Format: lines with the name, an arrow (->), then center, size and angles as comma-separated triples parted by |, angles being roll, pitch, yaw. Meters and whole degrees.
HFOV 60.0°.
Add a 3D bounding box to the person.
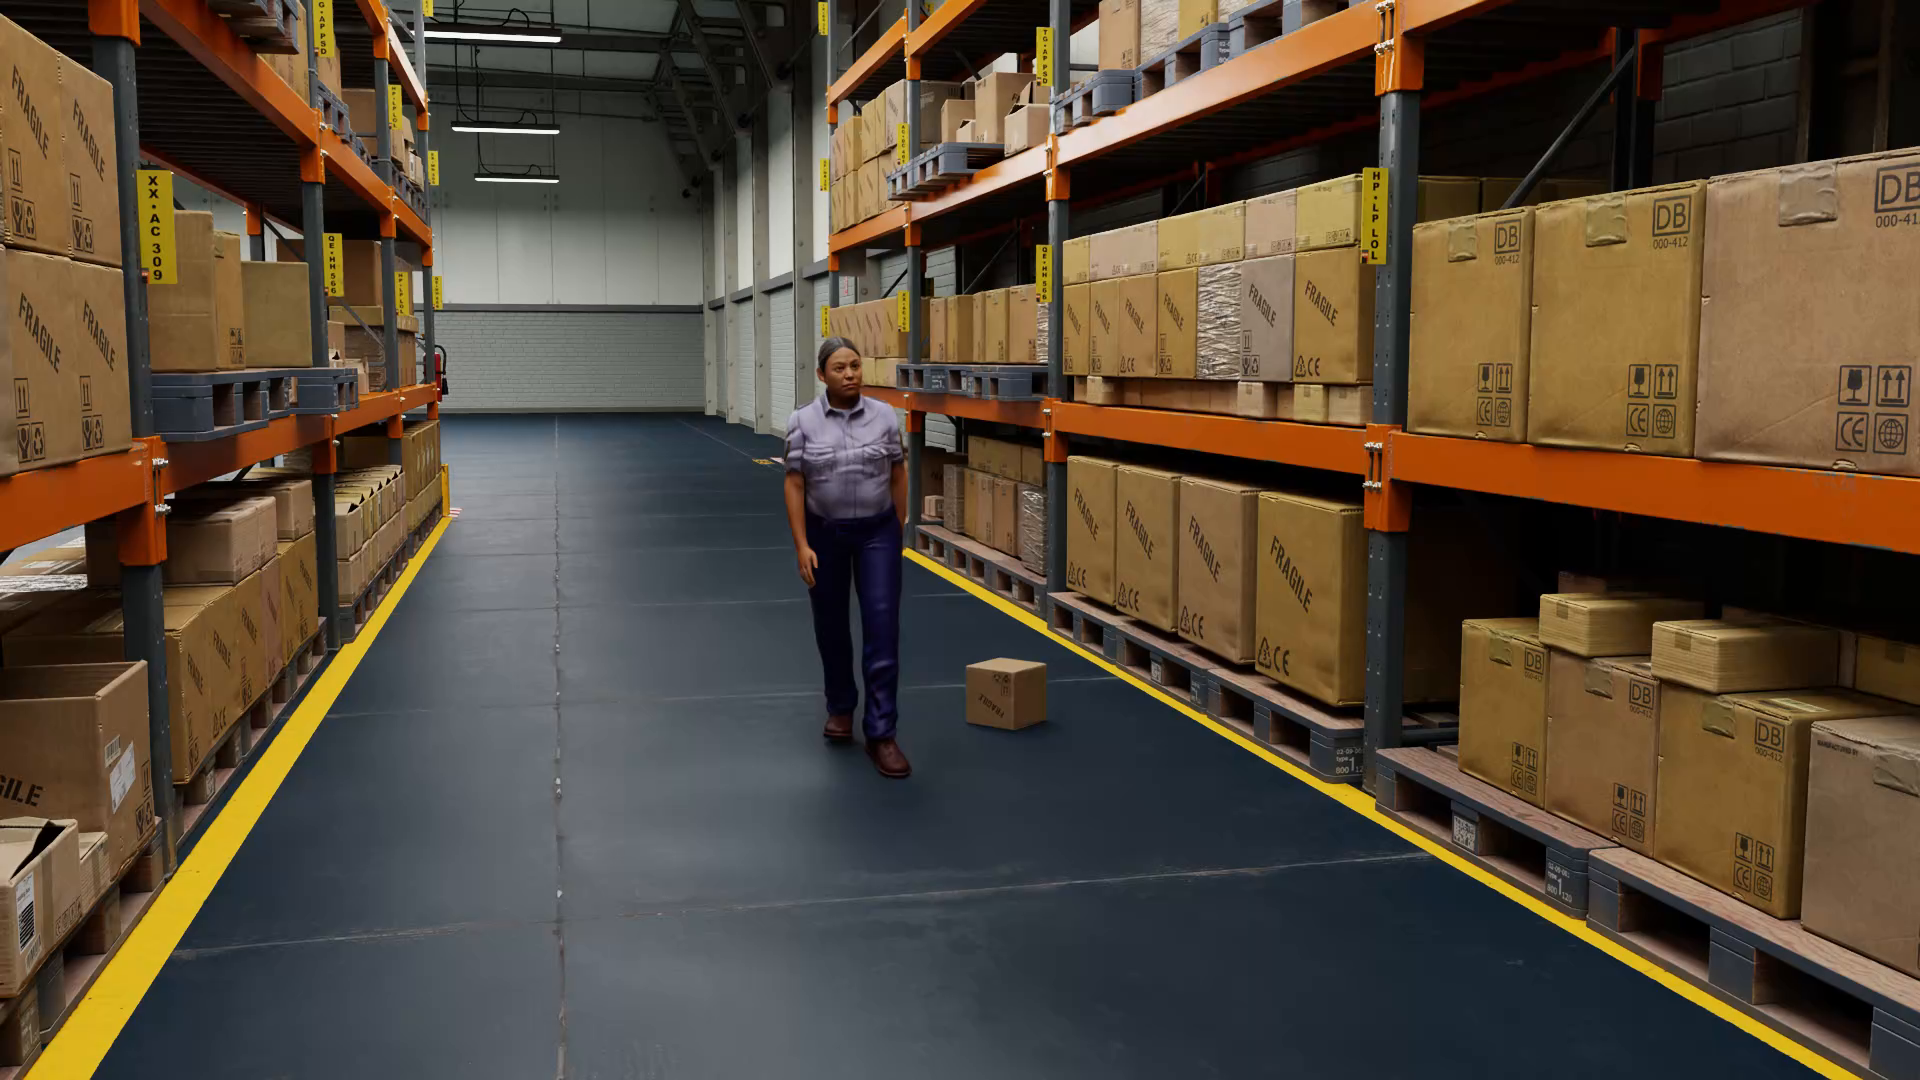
person -> -0.439, 0.033, 6.483 | 0.494, 1.639, 0.783 | 0, 6, -2
